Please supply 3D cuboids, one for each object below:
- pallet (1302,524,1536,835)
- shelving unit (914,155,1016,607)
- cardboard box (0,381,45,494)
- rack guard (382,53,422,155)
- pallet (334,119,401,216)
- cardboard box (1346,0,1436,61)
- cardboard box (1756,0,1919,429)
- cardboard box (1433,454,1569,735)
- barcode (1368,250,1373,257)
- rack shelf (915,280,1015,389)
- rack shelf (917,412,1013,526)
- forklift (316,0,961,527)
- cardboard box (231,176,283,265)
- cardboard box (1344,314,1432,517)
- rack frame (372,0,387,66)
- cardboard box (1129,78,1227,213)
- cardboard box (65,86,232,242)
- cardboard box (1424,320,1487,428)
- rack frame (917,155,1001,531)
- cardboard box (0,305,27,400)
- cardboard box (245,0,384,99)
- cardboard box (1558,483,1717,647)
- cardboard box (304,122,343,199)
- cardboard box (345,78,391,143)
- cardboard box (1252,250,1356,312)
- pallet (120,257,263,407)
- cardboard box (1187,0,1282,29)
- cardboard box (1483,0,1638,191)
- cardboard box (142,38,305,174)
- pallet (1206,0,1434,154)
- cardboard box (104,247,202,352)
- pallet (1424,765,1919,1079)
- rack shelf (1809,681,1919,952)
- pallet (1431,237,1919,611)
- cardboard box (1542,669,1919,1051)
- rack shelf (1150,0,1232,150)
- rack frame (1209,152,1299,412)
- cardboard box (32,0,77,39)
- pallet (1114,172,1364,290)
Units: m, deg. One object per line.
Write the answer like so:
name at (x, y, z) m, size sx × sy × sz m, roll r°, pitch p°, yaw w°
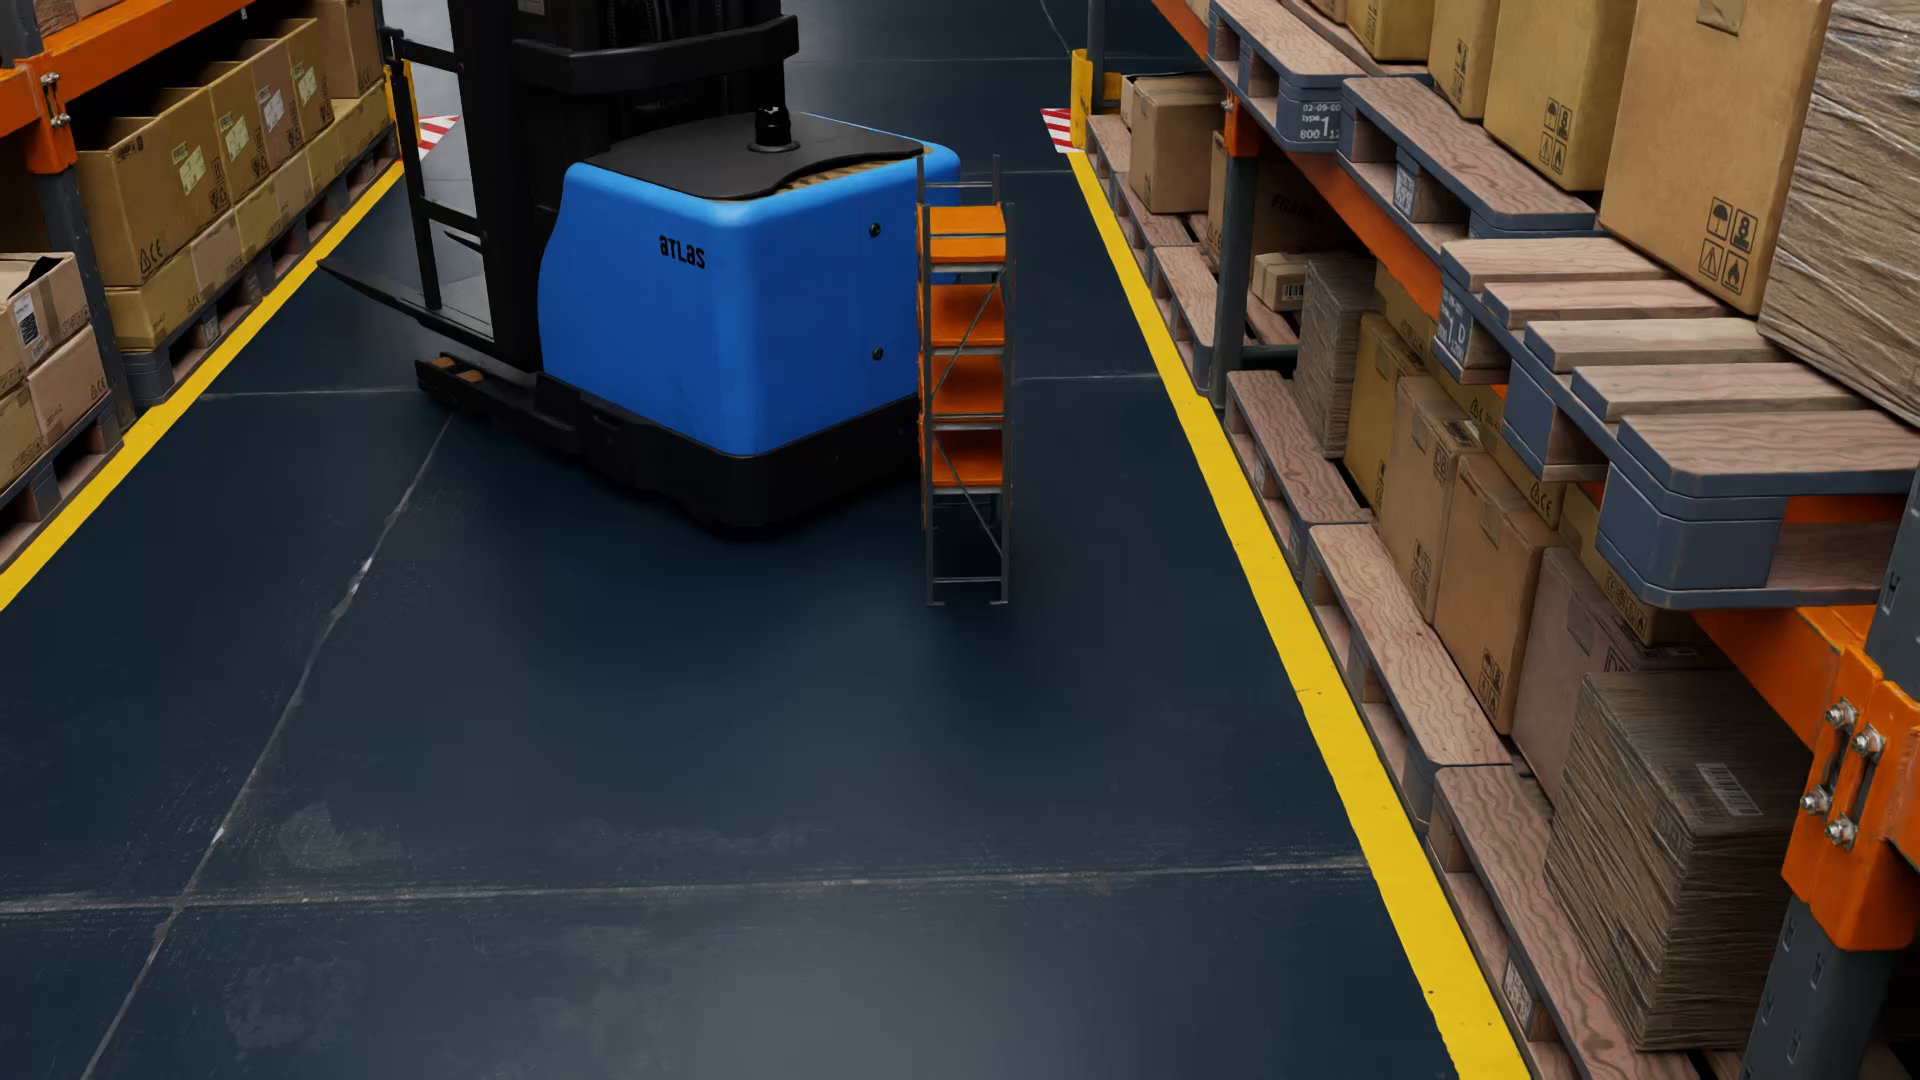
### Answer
pallet at (1.550, 0.314, 4.419) m, size 1.003 × 0.211 × 1.213 m, roll -1°, pitch 28°, yaw -3°
shelving unit at (0.009, -0.456, 4.826) m, size 0.258 × 1.200 × 0.503 m, roll -1°, pitch 28°, yaw -3°
cardboard box at (-3.170, -0.274, 5.051) m, size 0.500 × 0.250 × 0.500 m, roll -2°, pitch 28°, yaw -3°
rack guard at (-3.716, -2.475, 9.455) m, size 1.175 × 0.500 × 0.348 m, roll -1°, pitch 28°, yaw -3°
pallet at (-3.633, -1.984, 8.825) m, size 1.003 × 0.211 × 1.213 m, roll -1°, pitch 28°, yaw -3°
cardboard box at (1.455, -1.592, 4.474) m, size 0.700 × 0.500 × 0.500 m, roll 1°, pitch 28°, yaw 3°
cardboard box at (1.615, -0.455, 2.296) m, size 0.700 × 0.500 × 0.500 m, roll -5°, pitch 28°, yaw -9°
cardboard box at (1.595, 0.113, 4.016) m, size 0.700 × 0.500 × 0.500 m, roll -2°, pitch 28°, yaw -3°
barcode at (1.696, -1.209, 6.854) m, size 0.001 × 0.075 × 0.075 m, roll -1°, pitch 28°, yaw -3°
rack shelf at (0.009, -0.594, 4.754) m, size 0.258 × 0.148 × 0.480 m, roll -1°, pitch 28°, yaw -3°
rack shelf at (0.009, -0.220, 4.949) m, size 0.258 × 0.148 × 0.480 m, roll -1°, pitch 28°, yaw -3°
forklift at (-1.396, -1.911, 5.745) m, size 3.031 × 2.935 × 1.130 m, roll 24°, pitch 36°, yaw 38°
cardboard box at (-3.269, -1.376, 7.163) m, size 0.500 × 0.250 × 0.500 m, roll -1°, pitch 28°, yaw -3°
cardboard box at (1.573, -0.356, 4.917) m, size 0.700 × 0.500 × 0.500 m, roll -2°, pitch 28°, yaw -4°
rack frame at (-3.715, -3.572, 8.856) m, size 1.000 × 3.000 × 0.127 m, roll -1°, pitch 28°, yaw -3°
cardboard box at (1.196, -1.855, 7.791) m, size 0.700 × 0.500 × 0.500 m, roll -3°, pitch 28°, yaw -6°
cardboard box at (-3.252, -1.477, 6.547) m, size 0.500 × 0.500 × 0.500 m, roll -1°, pitch 28°, yaw -3°
cardboard box at (1.553, -0.483, 4.348) m, size 0.500 × 0.250 × 0.500 m, roll -2°, pitch 28°, yaw -4°
rack frame at (-0.004, -0.568, 5.042) m, size 0.240 × 1.200 × 0.015 m, roll -1°, pitch 28°, yaw -3°
cardboard box at (-3.165, -0.521, 4.917) m, size 0.500 × 0.311 × 0.500 m, roll -1°, pitch 28°, yaw -1°
cardboard box at (-3.390, -2.631, 8.760) m, size 0.500 × 0.500 × 0.500 m, roll -1°, pitch 28°, yaw -3°
cardboard box at (1.593, -0.014, 3.450) m, size 0.500 × 0.250 × 0.500 m, roll -1°, pitch 28°, yaw -2°
cardboard box at (-3.326, -1.837, 8.049) m, size 0.500 × 0.250 × 0.500 m, roll -1°, pitch 28°, yaw -3°
cardboard box at (-3.392, -2.299, 8.933) m, size 0.500 × 0.250 × 0.500 m, roll -1°, pitch 28°, yaw -3°
cardboard box at (1.383, -1.032, 6.572) m, size 0.380 × 0.166 × 0.250 m, roll -5°, pitch 28°, yaw -9°
pallet at (-3.506, -0.857, 6.665) m, size 1.003 × 0.211 × 1.213 m, roll -1°, pitch 28°, yaw -3°
cardboard box at (1.113, -2.000, 5.982) m, size 0.500 × 0.250 × 0.500 m, roll -1°, pitch 28°, yaw -3°
cardboard box at (1.528, -1.030, 3.398) m, size 0.700 × 0.500 × 0.500 m, roll -1°, pitch 28°, yaw -3°
cardboard box at (-3.298, -1.939, 7.432) m, size 0.500 × 0.500 × 0.500 m, roll -1°, pitch 28°, yaw -3°
pallet at (1.335, -1.405, 4.908) m, size 1.003 × 0.211 × 1.213 m, roll -1°, pitch 28°, yaw -3°
cardboard box at (-3.227, -0.914, 6.277) m, size 0.500 × 0.250 × 0.500 m, roll -1°, pitch 28°, yaw -3°
pallet at (1.610, 0.876, 3.342) m, size 1.003 × 0.211 × 1.213 m, roll -1°, pitch 28°, yaw -3°
rack shelf at (1.754, 1.243, 0.400) m, size 1.077 × 0.370 × 4.000 m, roll -1°, pitch 28°, yaw -3°
pallet at (1.506, -0.241, 2.675) m, size 1.213 × 0.211 × 1.003 m, roll -1°, pitch 28°, yaw -3°
cardboard box at (1.560, 0.583, 3.116) m, size 0.700 × 0.500 × 0.500 m, roll -1°, pitch 28°, yaw -2°
rack shelf at (1.336, -2.451, 7.484) m, size 1.077 × 0.370 × 4.000 m, roll -1°, pitch 28°, yaw -3°
rack frame at (1.441, -1.846, 5.547) m, size 1.000 × 3.000 × 0.127 m, roll -1°, pitch 28°, yaw -3°
cardboard box at (-3.535, -1.974, 5.683) m, size 0.700 × 0.500 × 0.500 m, roll -2°, pitch 28°, yaw -4°
pallet at (1.304, -1.484, 7.867) m, size 1.003 × 0.211 × 1.213 m, roll -1°, pitch 28°, yaw -3°
